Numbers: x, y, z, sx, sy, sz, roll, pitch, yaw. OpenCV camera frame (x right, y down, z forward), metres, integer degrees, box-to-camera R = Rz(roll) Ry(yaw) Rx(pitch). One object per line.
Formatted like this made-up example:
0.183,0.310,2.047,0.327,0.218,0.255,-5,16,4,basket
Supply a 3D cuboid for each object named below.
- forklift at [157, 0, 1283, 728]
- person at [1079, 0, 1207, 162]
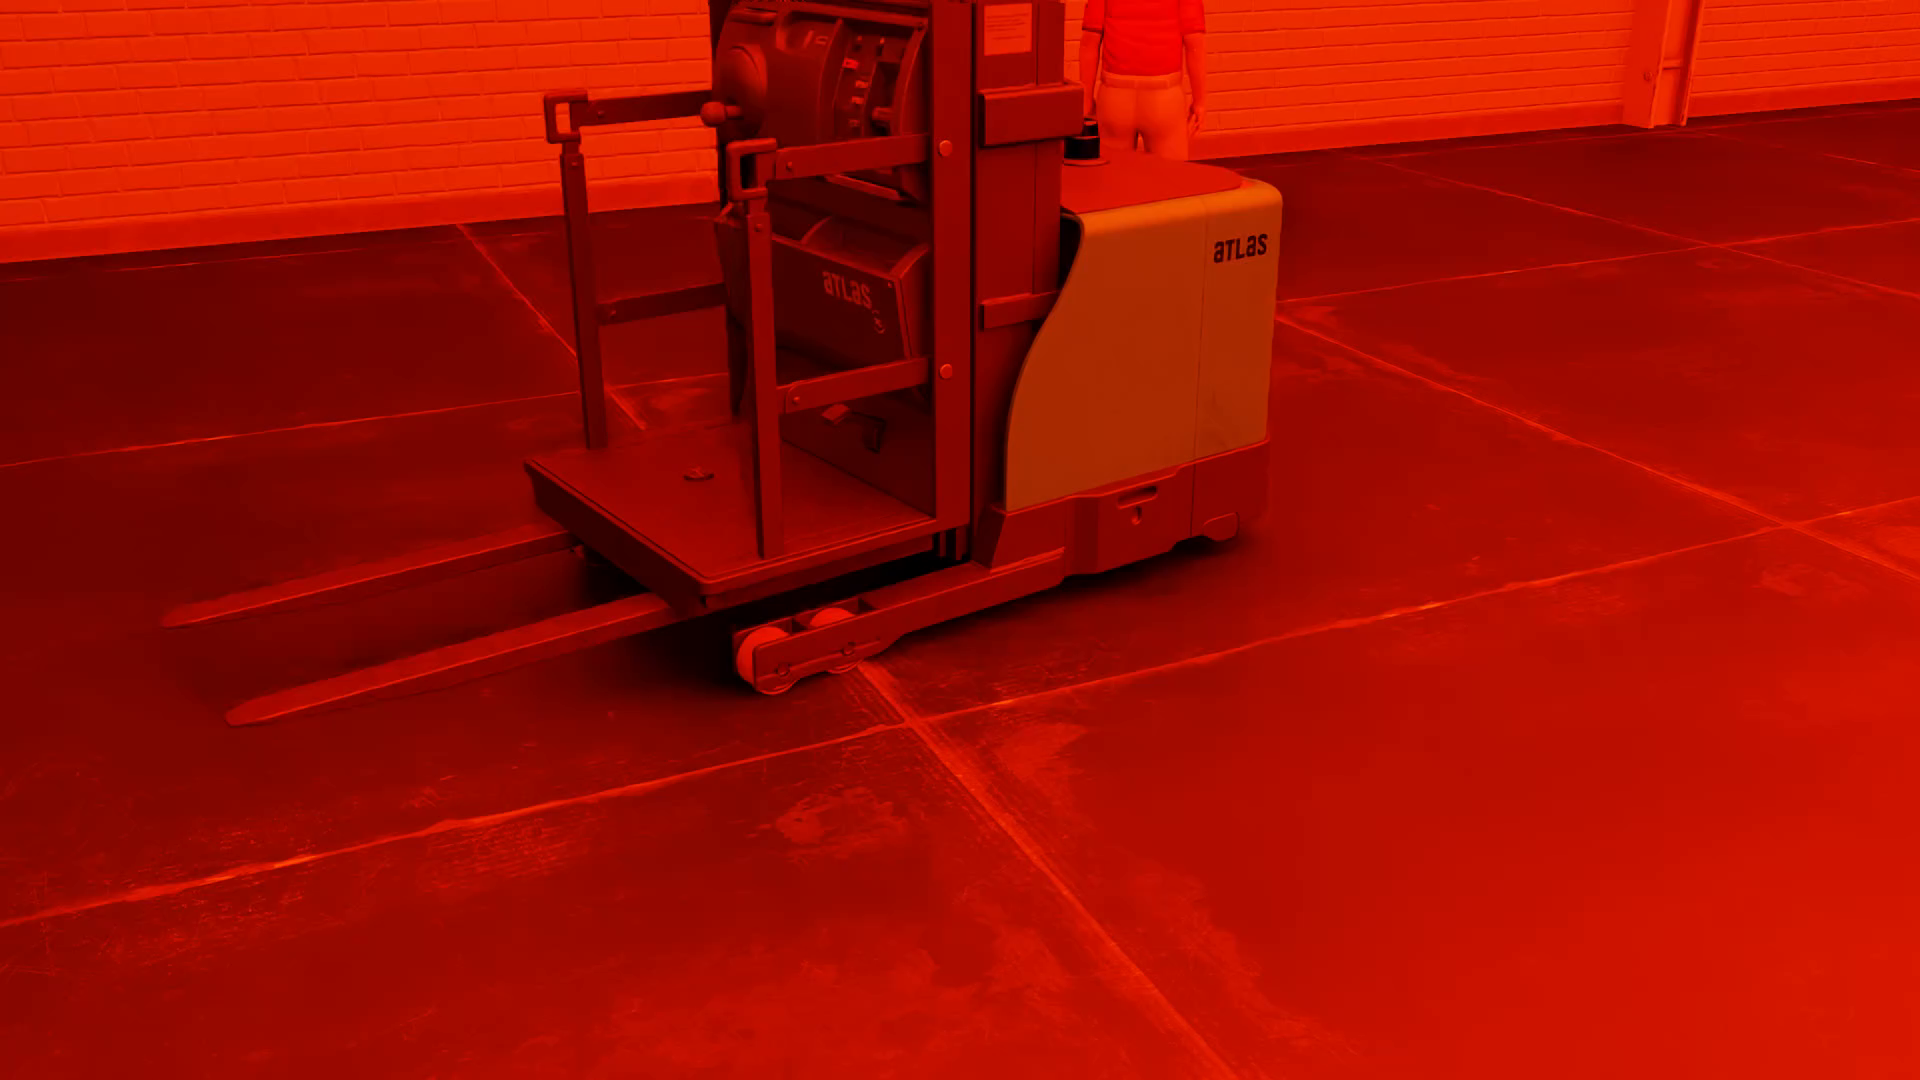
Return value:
-0.544,-1.195,4.163,3.031,2.935,1.130,-16,27,-33,forklift
0.843,-2.008,7.693,0.586,1.727,0.398,6,23,14,person
